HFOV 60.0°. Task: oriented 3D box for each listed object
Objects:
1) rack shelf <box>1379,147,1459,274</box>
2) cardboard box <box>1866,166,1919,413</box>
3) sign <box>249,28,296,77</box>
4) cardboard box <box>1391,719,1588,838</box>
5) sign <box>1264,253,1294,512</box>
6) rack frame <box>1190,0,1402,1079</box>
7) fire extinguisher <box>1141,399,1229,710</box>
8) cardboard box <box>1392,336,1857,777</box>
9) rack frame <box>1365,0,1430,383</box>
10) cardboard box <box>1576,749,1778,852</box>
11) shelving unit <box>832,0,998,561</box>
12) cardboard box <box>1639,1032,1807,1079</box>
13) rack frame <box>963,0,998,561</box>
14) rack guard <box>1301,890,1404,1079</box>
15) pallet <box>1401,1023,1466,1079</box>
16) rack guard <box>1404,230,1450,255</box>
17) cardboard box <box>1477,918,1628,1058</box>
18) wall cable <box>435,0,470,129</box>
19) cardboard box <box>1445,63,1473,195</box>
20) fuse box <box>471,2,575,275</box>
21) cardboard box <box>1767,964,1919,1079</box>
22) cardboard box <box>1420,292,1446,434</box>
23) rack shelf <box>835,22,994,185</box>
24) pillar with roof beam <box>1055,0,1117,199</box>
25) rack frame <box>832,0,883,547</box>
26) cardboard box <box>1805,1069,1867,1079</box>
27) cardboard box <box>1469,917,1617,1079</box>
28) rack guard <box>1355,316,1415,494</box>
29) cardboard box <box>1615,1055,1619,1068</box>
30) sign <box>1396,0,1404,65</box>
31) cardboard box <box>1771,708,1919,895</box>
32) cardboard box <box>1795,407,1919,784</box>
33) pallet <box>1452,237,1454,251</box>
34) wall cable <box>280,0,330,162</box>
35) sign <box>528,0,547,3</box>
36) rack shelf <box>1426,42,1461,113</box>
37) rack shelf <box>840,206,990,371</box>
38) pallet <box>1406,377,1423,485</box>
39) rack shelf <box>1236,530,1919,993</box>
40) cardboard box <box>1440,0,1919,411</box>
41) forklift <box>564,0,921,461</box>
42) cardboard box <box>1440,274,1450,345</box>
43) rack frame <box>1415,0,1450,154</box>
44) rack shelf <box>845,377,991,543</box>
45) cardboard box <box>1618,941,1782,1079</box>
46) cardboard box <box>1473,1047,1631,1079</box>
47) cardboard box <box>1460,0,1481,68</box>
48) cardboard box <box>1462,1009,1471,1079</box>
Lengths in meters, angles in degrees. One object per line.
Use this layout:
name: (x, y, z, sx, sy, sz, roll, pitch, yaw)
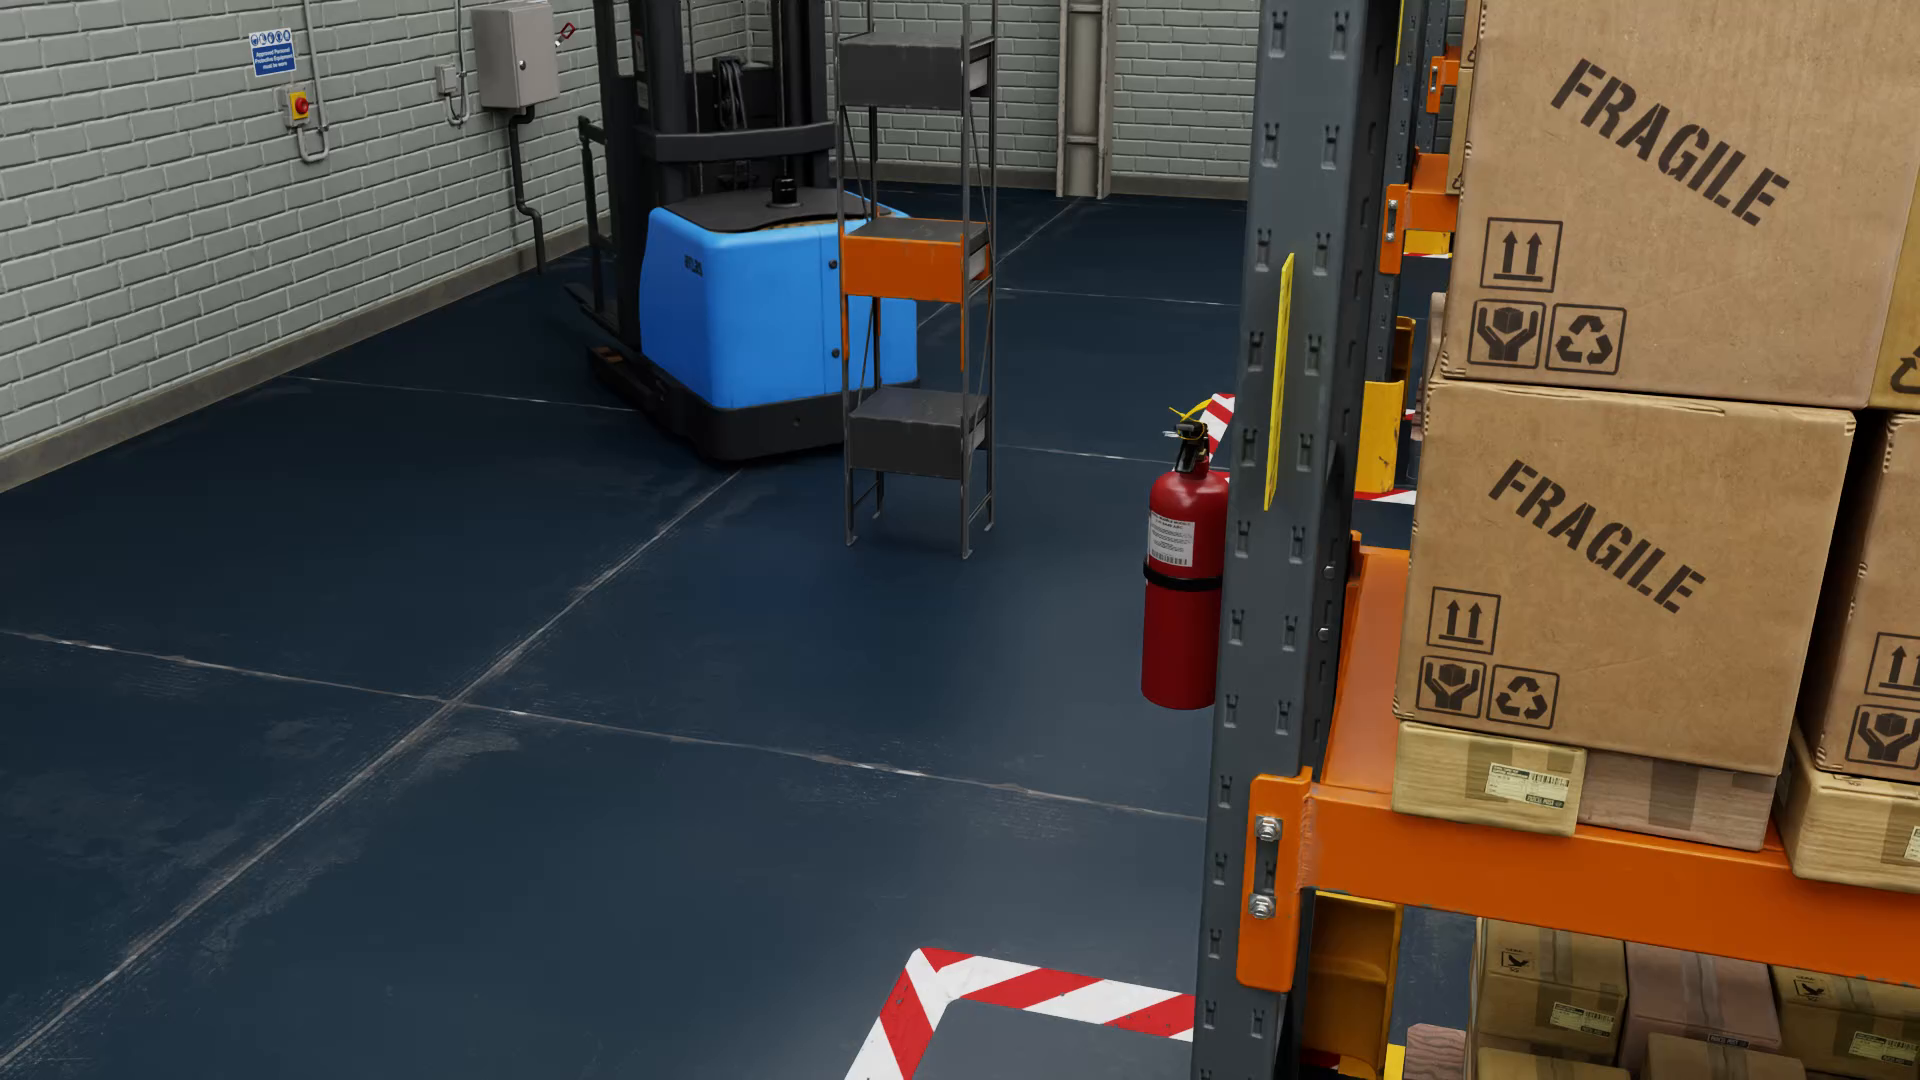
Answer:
rack shelf: (3.822, -1.259, 6.836, 4.000, 0.370, 1.077, 7, 23, 16)
cardboard box: (1.413, -0.450, 2.073, 0.500, 0.500, 0.500, 7, 23, 17)
sign: (-3.570, -2.535, 8.642, 0.001, 0.218, 0.327, 7, 23, 16)
cardboard box: (0.790, 0.269, 2.493, 0.250, 0.149, 0.380, 6, 23, 15)
sign: (0.418, -0.205, 2.177, 0.005, 0.325, 0.100, 7, 23, 16)
rack frame: (0.574, -0.002, 2.822, 0.127, 3.000, 1.000, 7, 23, 16)
fire extinguisher: (0.467, 0.011, 3.384, 0.183, 0.674, 0.296, 7, 23, 16)
cardboard box: (0.924, -0.036, 2.382, 0.500, 0.500, 0.500, 8, 24, 18)
rack frame: (1.908, -1.811, 7.234, 0.127, 3.000, 1.000, 7, 23, 16)
cardboard box: (1.046, 0.282, 2.462, 0.250, 0.149, 0.380, 7, 23, 17)
shelving unit: (-0.158, -0.990, 6.416, 0.503, 2.100, 0.431, 7, 23, 16)
cardboard box: (1.277, 1.015, 2.763, 0.250, 0.149, 0.380, 7, 23, 16)
rack frame: (0.075, -0.963, 6.351, 0.015, 2.100, 0.400, 7, 23, 16)
rack guard: (0.647, 1.163, 3.276, 0.348, 0.500, 1.175, 7, 23, 16)
pallet: (1.415, 1.398, 3.083, 1.213, 0.211, 1.003, 7, 23, 16)
rack guard: (3.411, -2.451, 12.085, 0.348, 0.500, 1.175, 7, 23, 16)
cardboard box: (1.155, 0.813, 3.254, 0.250, 0.149, 0.380, 7, 23, 16)
wall cable: (-3.099, -3.408, 9.786, 0.122, 1.984, 0.588, 7, 23, 16)
cardboard box: (2.284, -1.701, 6.832, 0.500, 0.500, 0.500, 6, 23, 15)
fuse box: (-2.751, -2.572, 10.786, 0.414, 1.711, 0.539, 7, 23, 16)
cardboard box: (1.663, 0.844, 3.179, 0.250, 0.149, 0.380, 6, 23, 14)
cardboard box: (2.568, -0.784, 7.552, 0.875, 0.438, 0.875, 6, 23, 14)
rack shelf: (-0.158, -1.625, 6.155, 0.480, 0.518, 0.431, 7, 23, 16)
pillar with roof beam: (-0.227, -5.450, 8.198, 0.400, 9.000, 9.100, 7, 23, 16)
rack frame: (-0.392, -1.016, 6.481, 0.015, 2.100, 0.400, 7, 23, 16)
cardboard box: (1.660, 0.996, 3.201, 0.250, 0.149, 0.380, 6, 23, 13)
cardboard box: (1.162, 0.939, 3.339, 0.250, 0.149, 0.380, 6, 23, 14)
rack guard: (1.885, -0.658, 7.714, 0.348, 0.500, 1.175, 7, 23, 16)
cardboard box: (1.397, 0.988, 3.221, 0.250, 0.149, 0.380, 6, 23, 14)
sign: (1.742, -2.048, 6.564, 0.005, 0.325, 0.100, 7, 23, 16)
cardboard box: (1.288, 0.331, 2.342, 0.250, 0.149, 0.380, 6, 23, 14)
cardboard box: (1.444, 0.013, 2.262, 0.500, 0.500, 0.500, 7, 23, 16)
pallet: (4.174, -2.230, 11.928, 1.213, 0.211, 1.003, 7, 23, 16)
wall cable: (-3.498, -2.906, 8.521, 0.123, 1.953, 0.585, 7, 23, 16)
sign: (-2.807, -3.327, 11.052, 0.001, 0.494, 0.329, 7, 23, 16)
rack shelf: (5.253, -3.063, 11.233, 4.000, 0.370, 1.077, 7, 23, 16)
rack shelf: (-0.158, -0.977, 6.421, 0.480, 0.518, 0.431, 7, 23, 16)
pallet: (2.696, -0.462, 7.619, 1.213, 0.211, 1.003, 7, 23, 16)
rack shelf: (2.489, 0.550, 2.424, 4.000, 0.370, 1.077, 7, 23, 16)
cardboard box: (0.928, -0.503, 2.202, 0.500, 0.500, 0.500, 6, 23, 15)
forklift: (-1.334, -2.230, 8.344, 1.130, 2.935, 3.031, -12, 25, -26)
cardboard box: (1.079, -0.230, 2.855, 0.500, 0.500, 0.500, 7, 23, 17)
rack frame: (3.338, -3.615, 11.631, 0.127, 3.000, 1.000, 7, 23, 16)
rack shelf: (-0.158, -0.329, 6.687, 0.480, 0.518, 0.431, 7, 23, 16)
cardboard box: (1.378, 0.862, 3.136, 0.250, 0.149, 0.380, 7, 23, 17)
cardboard box: (0.978, 1.028, 2.730, 0.250, 0.149, 0.380, 5, 23, 13)
cardboard box: (2.285, -2.164, 6.644, 0.500, 0.500, 0.500, 6, 23, 14)
cardboard box: (1.139, 1.105, 3.328, 0.250, 0.149, 0.380, 7, 23, 16)
